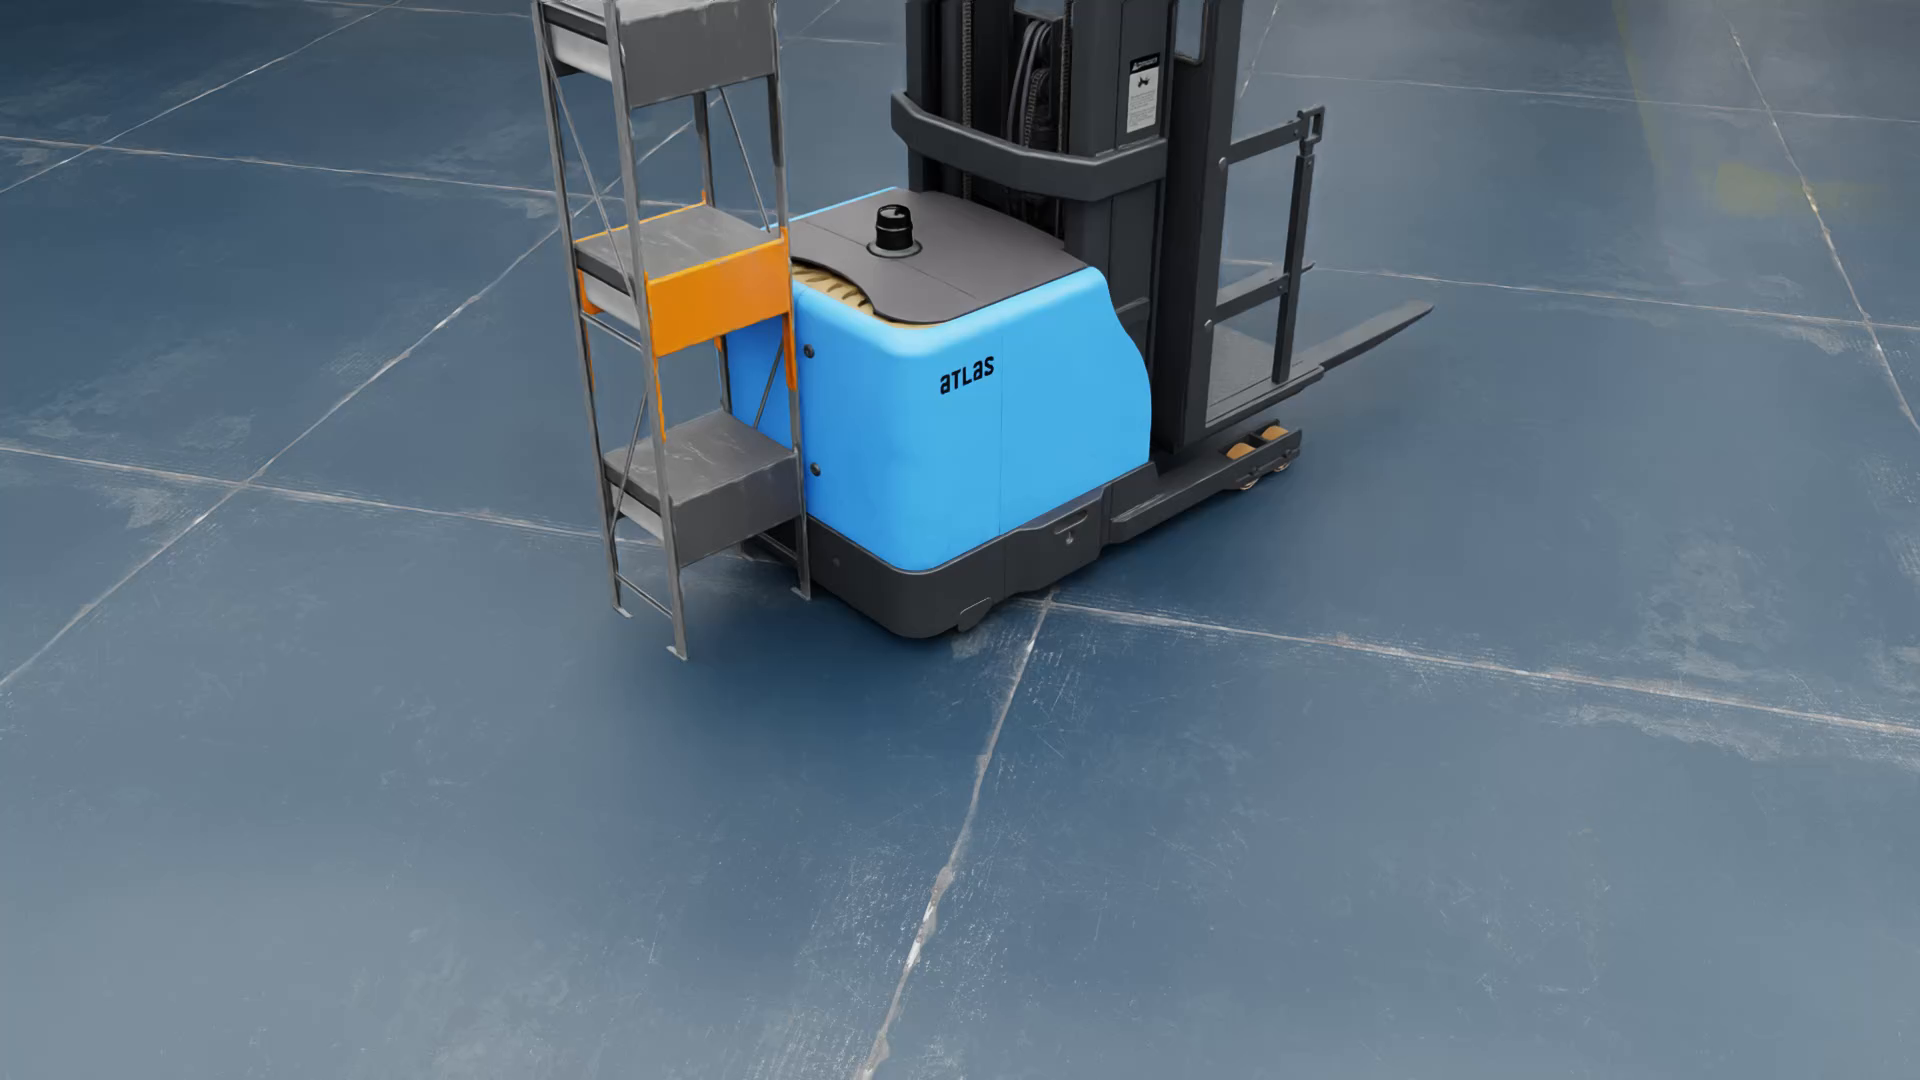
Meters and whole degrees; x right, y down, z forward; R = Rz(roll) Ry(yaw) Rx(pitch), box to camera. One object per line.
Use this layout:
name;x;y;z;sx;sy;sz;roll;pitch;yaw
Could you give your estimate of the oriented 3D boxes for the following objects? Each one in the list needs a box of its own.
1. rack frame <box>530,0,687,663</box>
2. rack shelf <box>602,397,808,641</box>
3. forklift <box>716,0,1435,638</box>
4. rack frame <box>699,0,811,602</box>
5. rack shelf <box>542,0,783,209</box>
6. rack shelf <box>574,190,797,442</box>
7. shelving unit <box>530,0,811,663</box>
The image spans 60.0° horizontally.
rack frame;-0.987;-0.588;4.717;0.015;2.100;0.400;-26;41;-35
rack shelf;-0.807;-0.074;5.239;0.480;0.518;0.431;-26;41;-35
forklift;0.621;-1.604;5.542;3.031;2.935;1.130;-26;41;-35
rack frame;-0.627;-0.765;4.996;0.015;2.100;0.400;-26;41;-35
rack shelf;-0.807;-1.255;4.488;0.480;0.518;0.431;-26;41;-35
rack shelf;-0.807;-0.665;4.864;0.480;0.518;0.431;-26;41;-35
shelving unit;-0.807;-0.676;4.857;0.503;2.100;0.431;-26;41;-35
